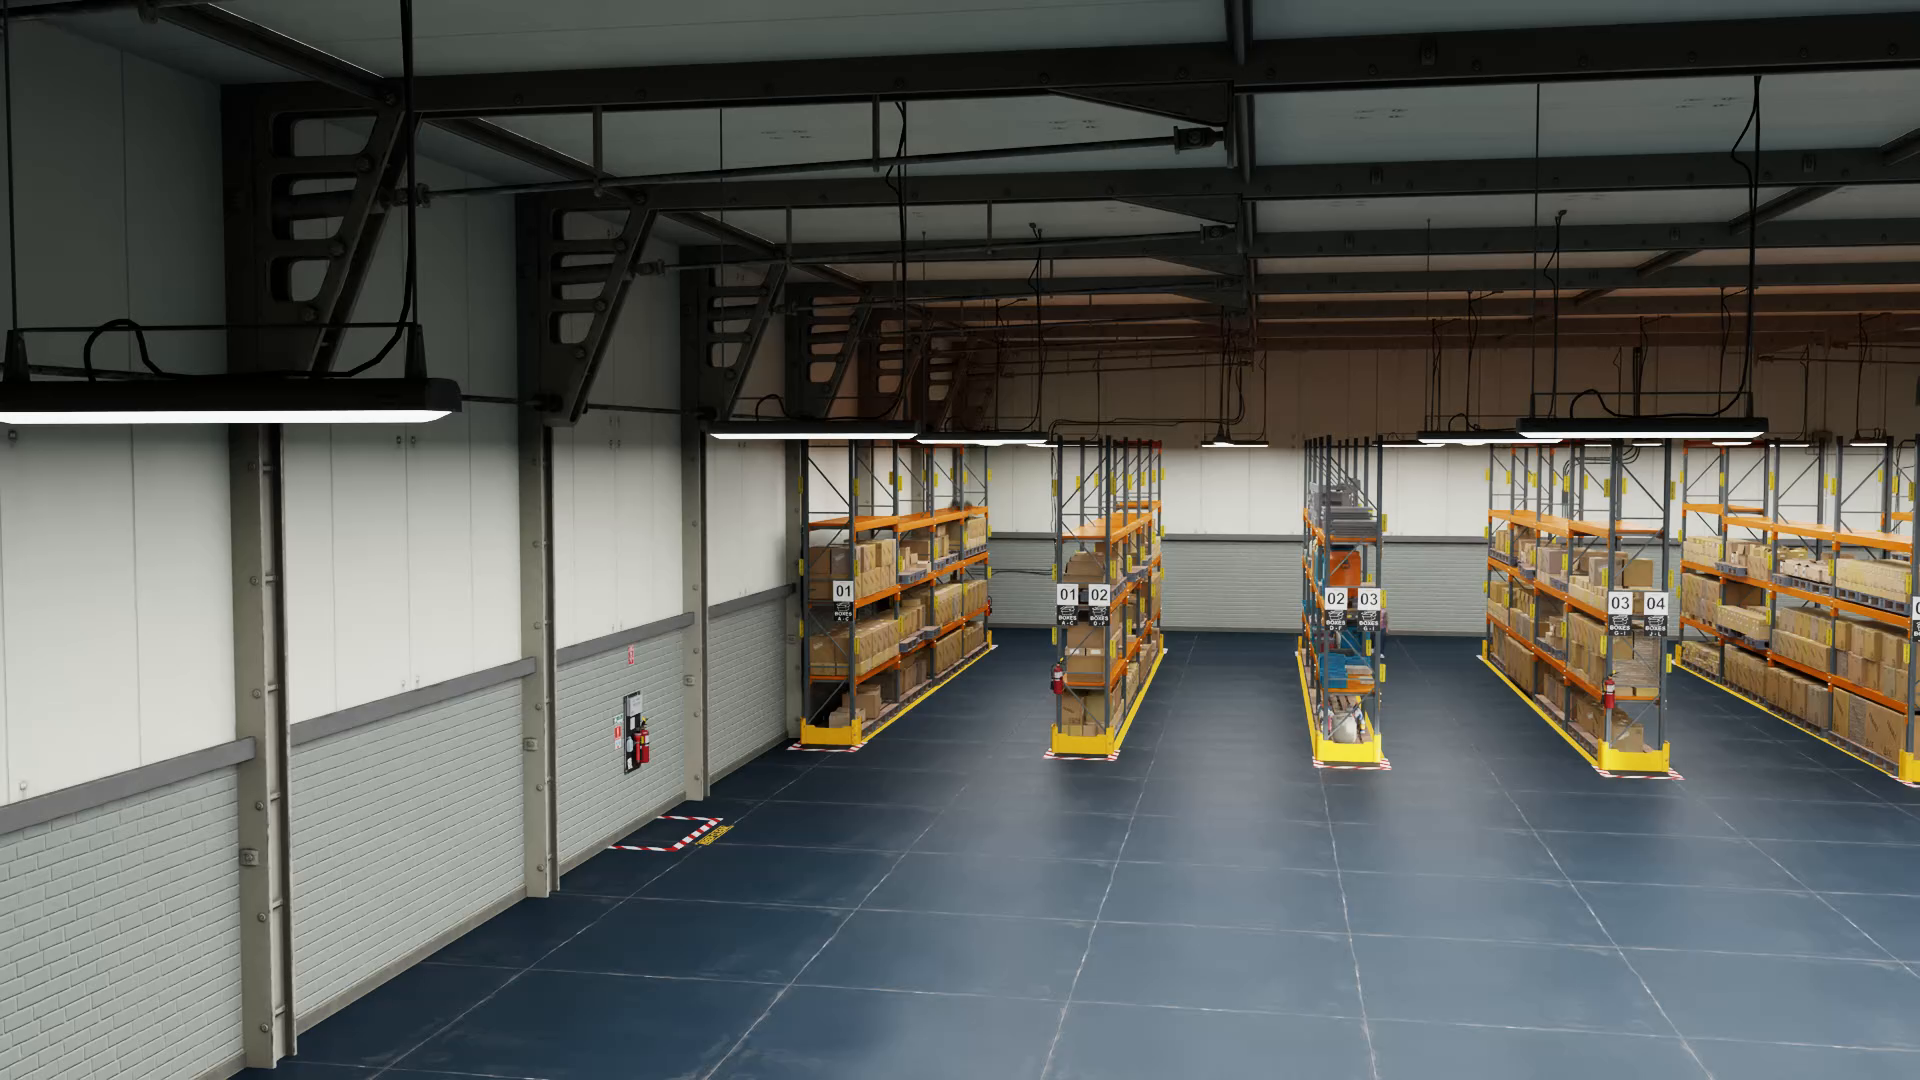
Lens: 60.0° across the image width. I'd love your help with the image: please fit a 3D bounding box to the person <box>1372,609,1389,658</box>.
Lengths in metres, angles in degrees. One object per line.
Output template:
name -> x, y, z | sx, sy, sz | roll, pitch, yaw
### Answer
person -> 11.555, 2.445, 45.736 | 0.418, 1.592, 0.503 | 0, 3, 4
